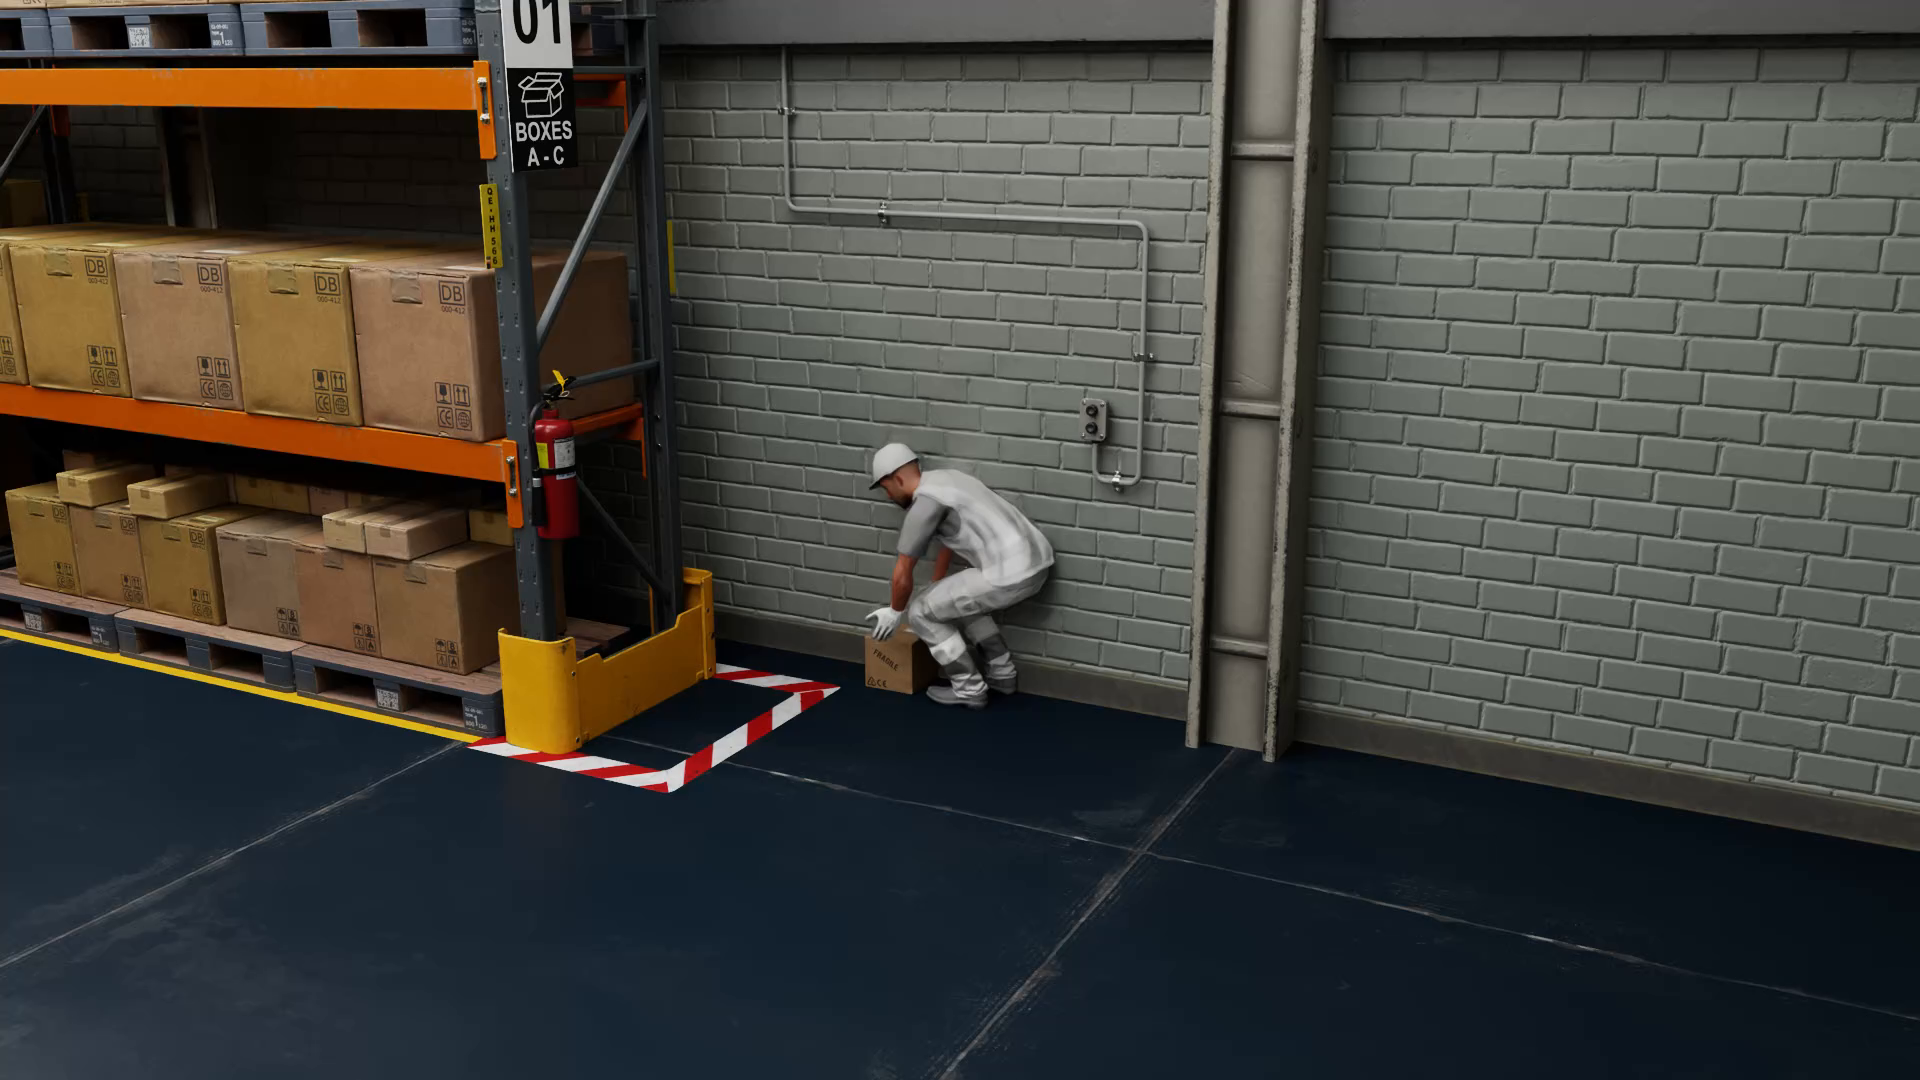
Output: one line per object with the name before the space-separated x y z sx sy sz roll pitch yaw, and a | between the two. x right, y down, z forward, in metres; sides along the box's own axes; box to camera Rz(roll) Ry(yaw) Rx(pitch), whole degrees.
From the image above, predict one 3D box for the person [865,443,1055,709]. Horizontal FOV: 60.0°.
person | -0.014 0.161 7.555 0.852 1.172 0.584 8 17 26
